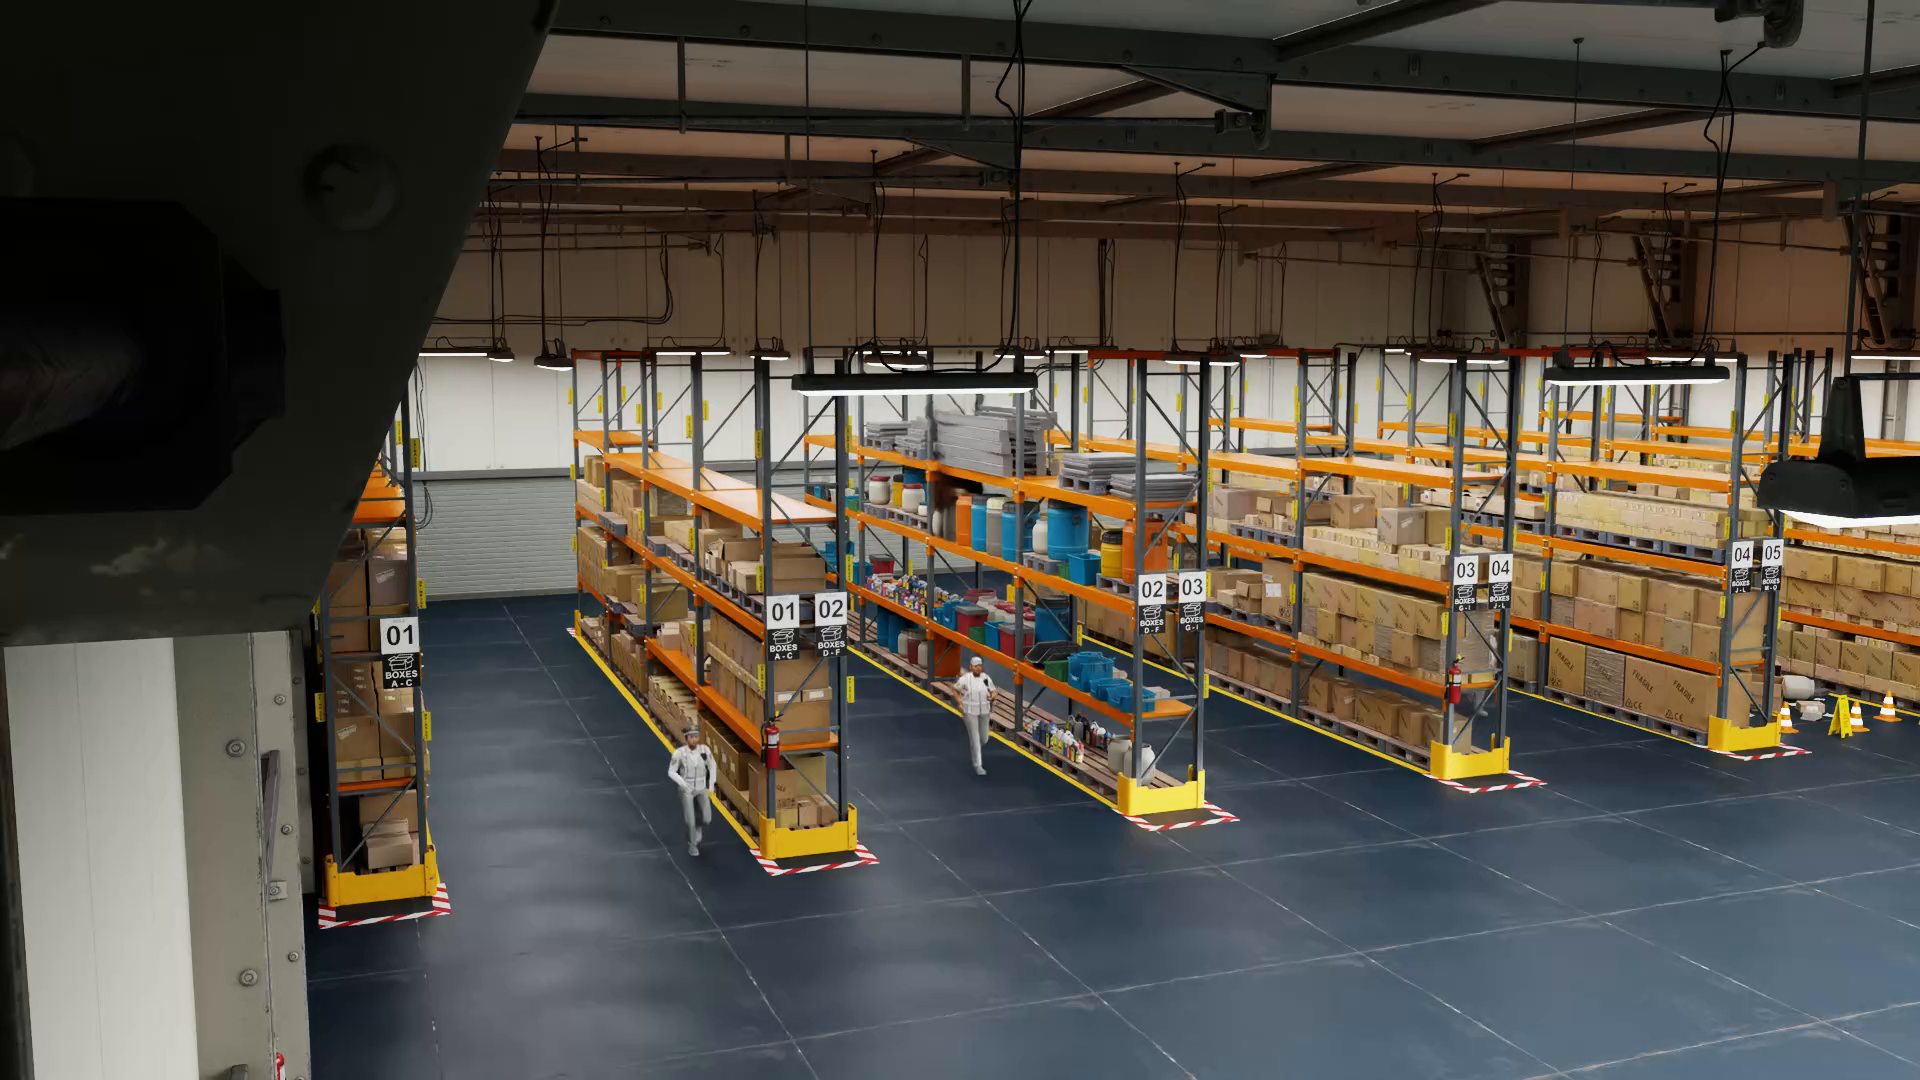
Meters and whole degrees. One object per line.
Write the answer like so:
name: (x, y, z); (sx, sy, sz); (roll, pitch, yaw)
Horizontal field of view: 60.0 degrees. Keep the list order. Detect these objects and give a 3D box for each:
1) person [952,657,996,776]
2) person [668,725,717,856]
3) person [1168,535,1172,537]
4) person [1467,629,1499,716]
person: (0.235, 2.509, 24.111); (0.615, 1.643, 0.899); (-3, 8, -20)
person: (-3.215, 3.029, 20.153); (0.628, 1.642, 0.558); (-3, 8, -23)
person: (4.814, 0.659, 39.395); (0.697, 1.600, 0.491); (1, 7, 5)
person: (8.673, 2.025, 27.786); (0.665, 1.770, 0.673); (-3, 8, -24)
